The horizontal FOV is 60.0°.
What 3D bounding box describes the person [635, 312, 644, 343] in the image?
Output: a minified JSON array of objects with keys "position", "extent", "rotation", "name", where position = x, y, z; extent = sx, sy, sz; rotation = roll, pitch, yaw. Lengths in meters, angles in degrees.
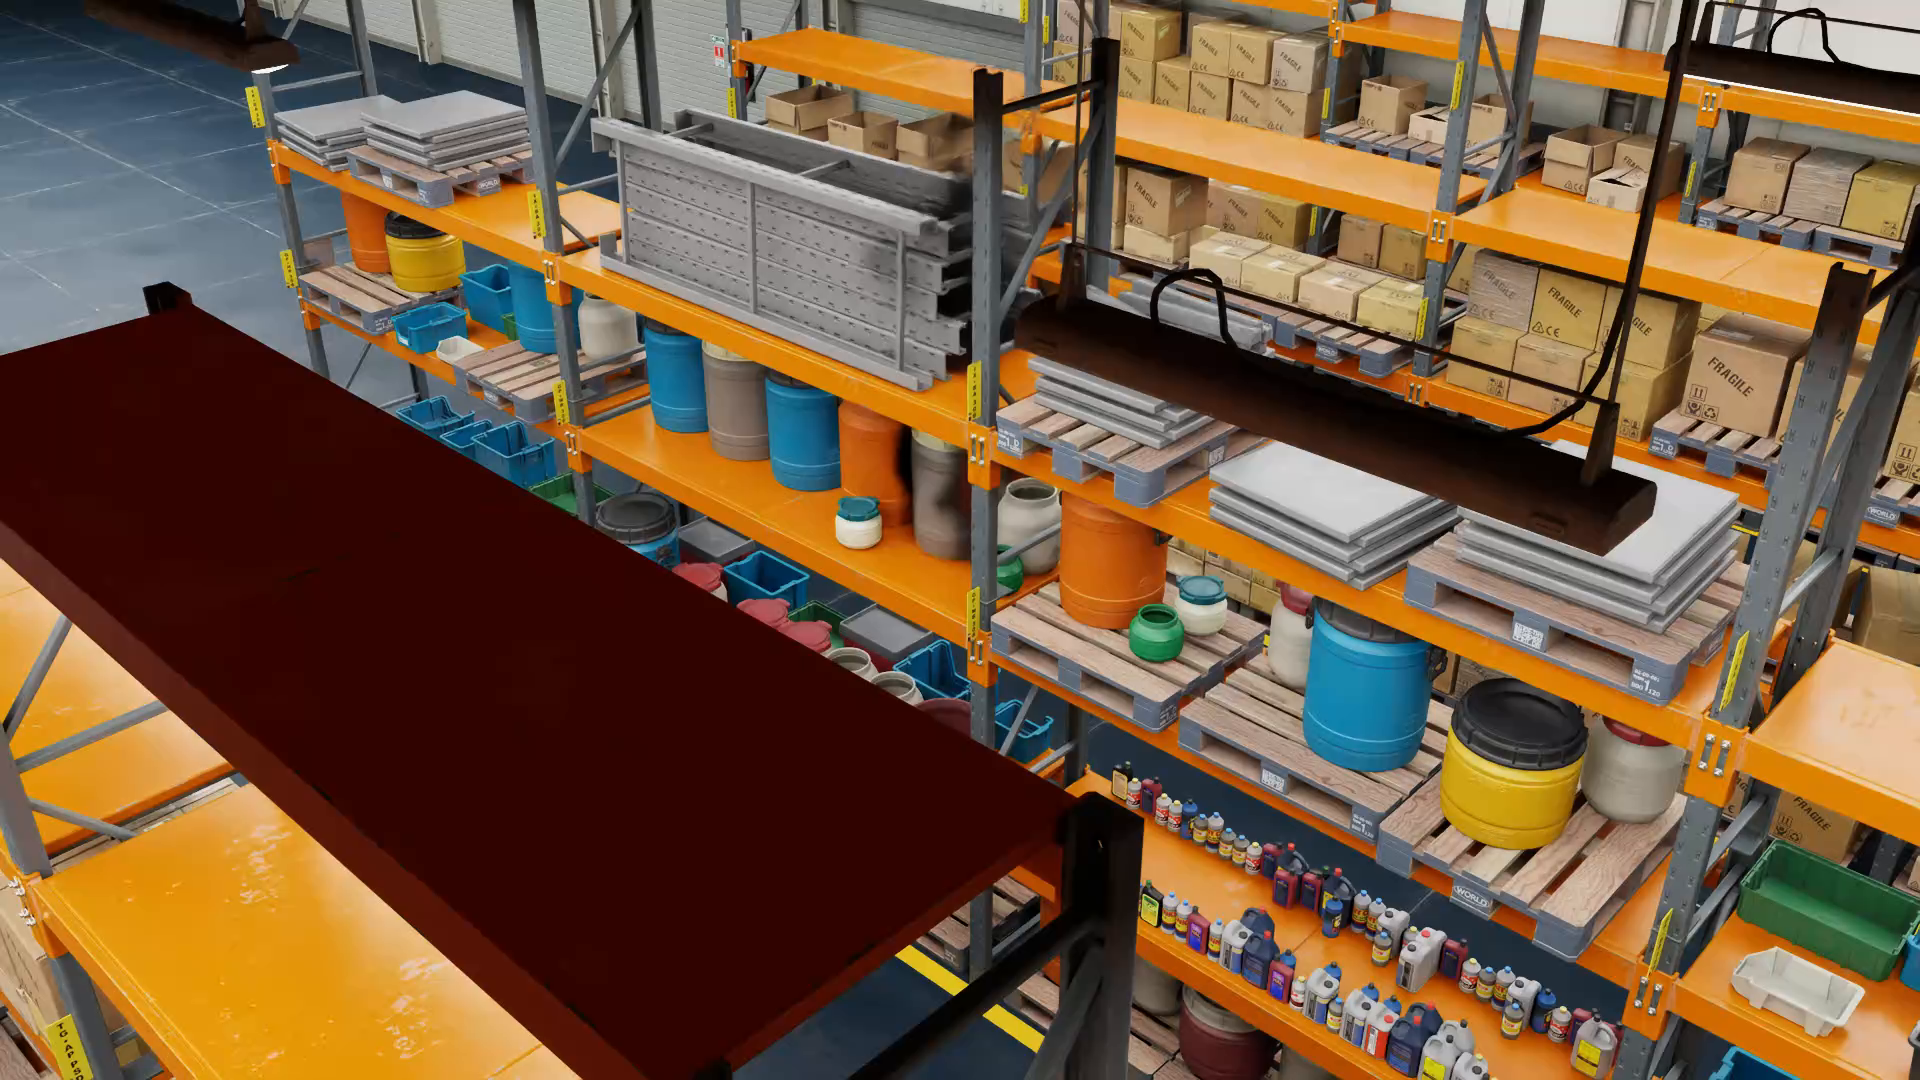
[{"position":[-3.685,-2.786,19.567],"extent":[0.863,1.604,0.546],"rotation":[-12,32,-21],"name":"person"}]
